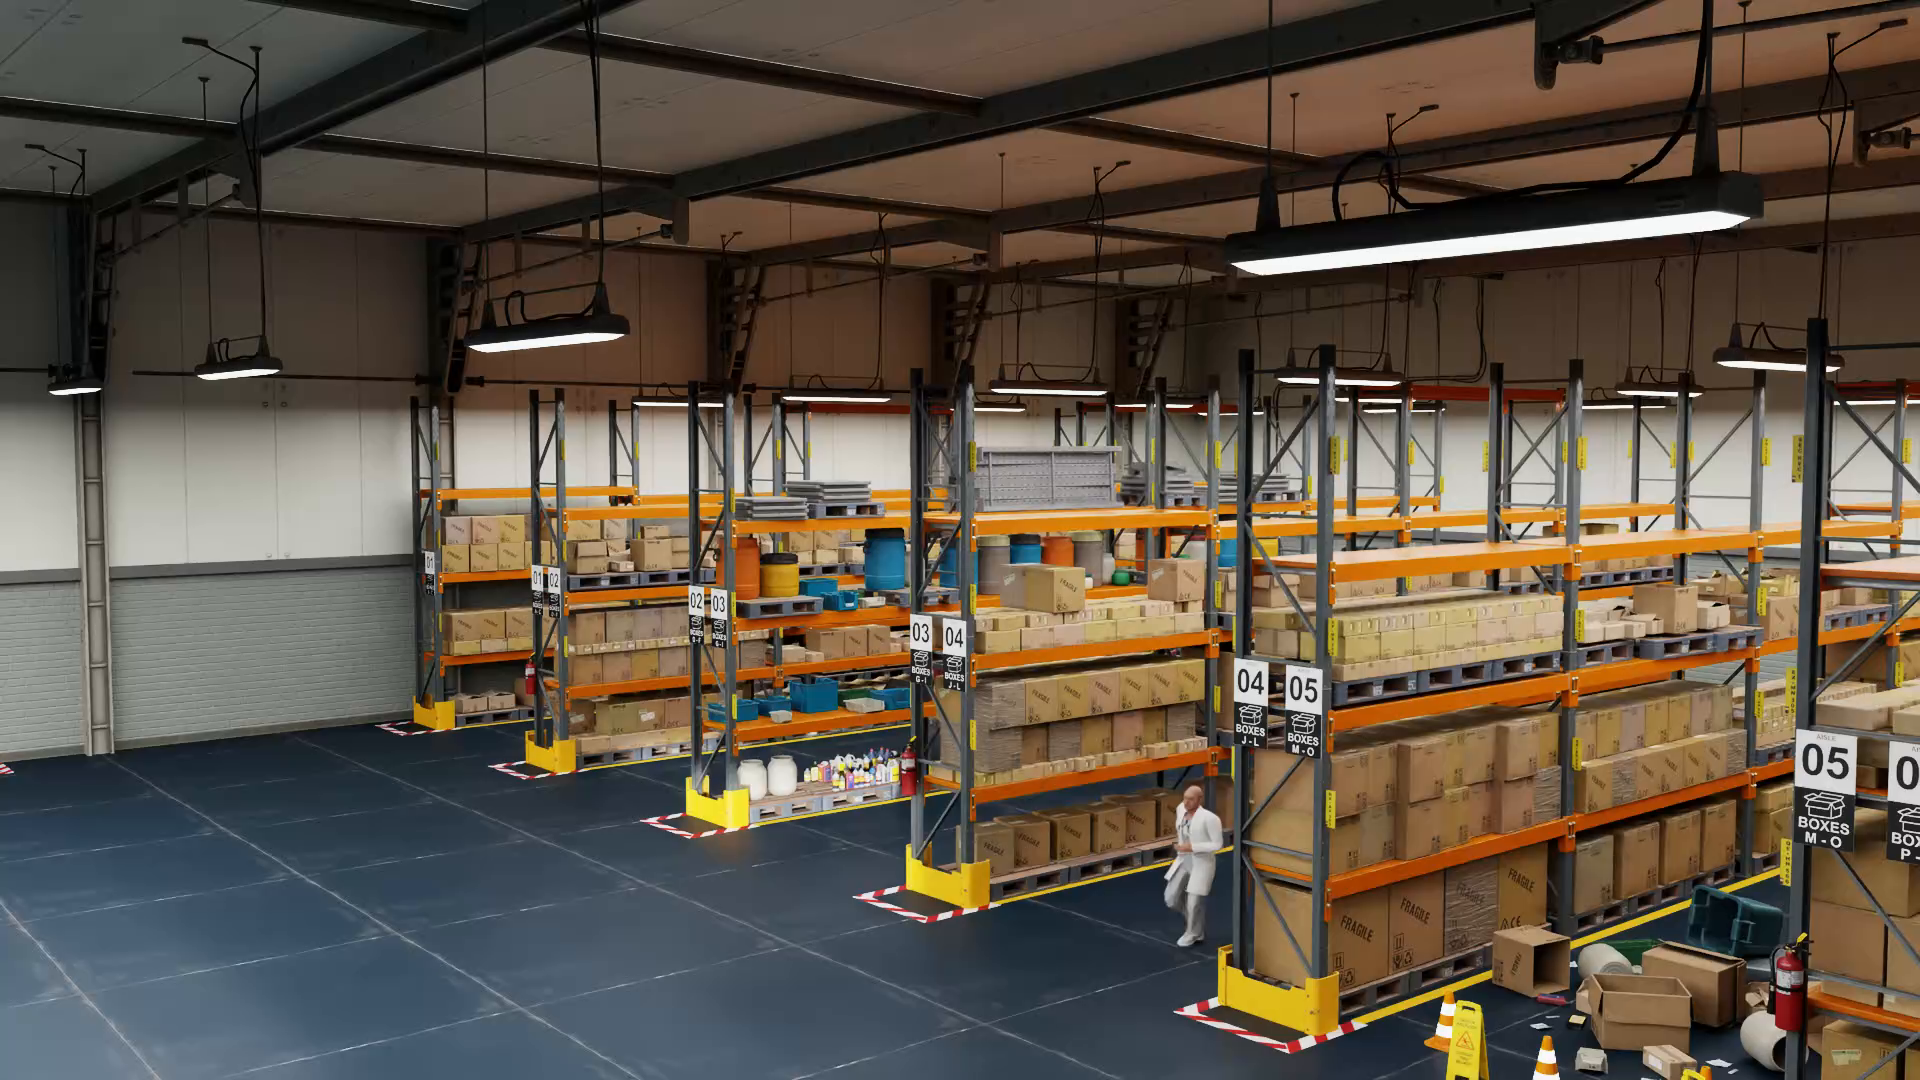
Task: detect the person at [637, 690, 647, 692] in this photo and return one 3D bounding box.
[{"bbox_3d":[-5.546,2.578,29.223,0.562,1.678,0.948,3,4,38],"label":"person"}]

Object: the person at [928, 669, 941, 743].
[{"bbox_3d":[-0.410,2.663,27.194,0.728,1.586,1.015,3,5,45],"label":"person"}]

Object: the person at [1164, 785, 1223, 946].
[{"bbox_3d":[2.393,3.317,16.875,0.673,1.707,0.672,3,4,40],"label":"person"}]
